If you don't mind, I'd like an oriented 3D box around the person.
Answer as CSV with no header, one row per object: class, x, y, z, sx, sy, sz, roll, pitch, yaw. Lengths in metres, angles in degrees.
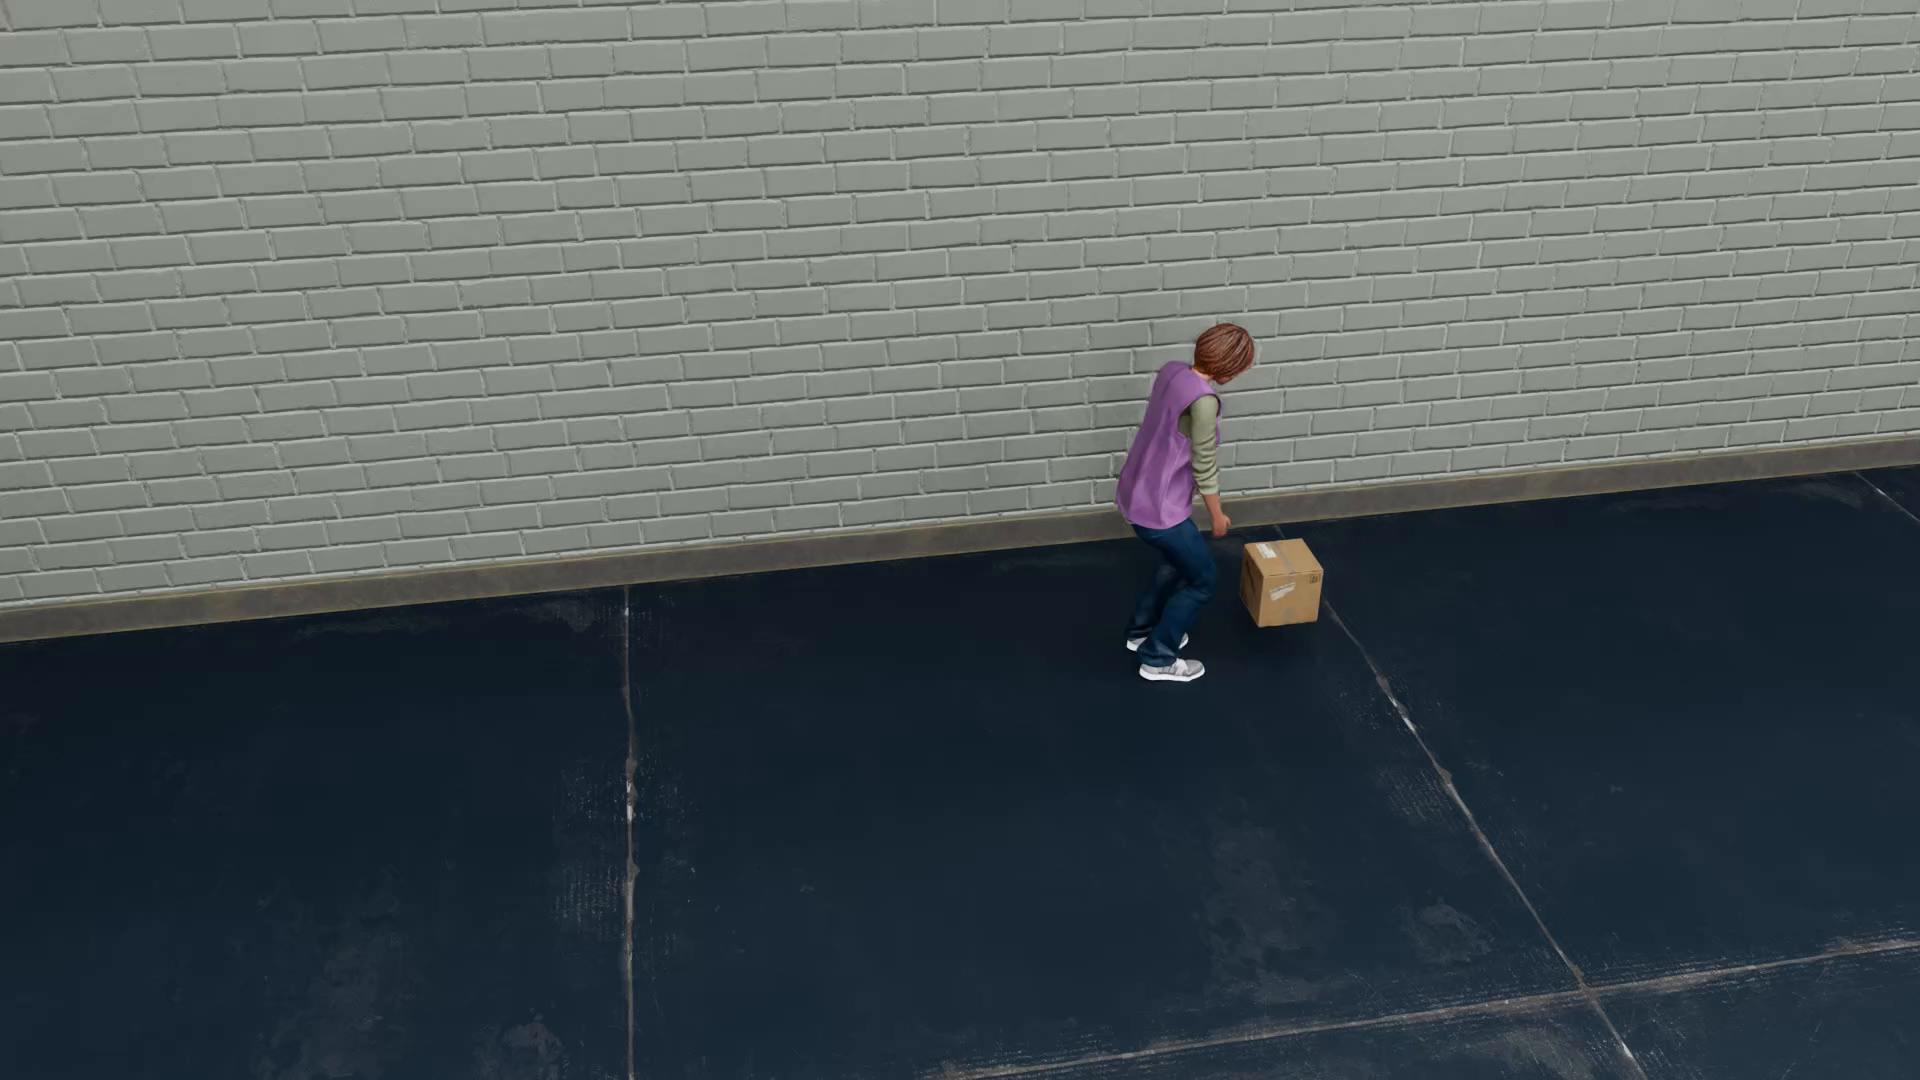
person,0.854,-0.142,6.515,0.496,1.466,0.447,-5,31,-8
